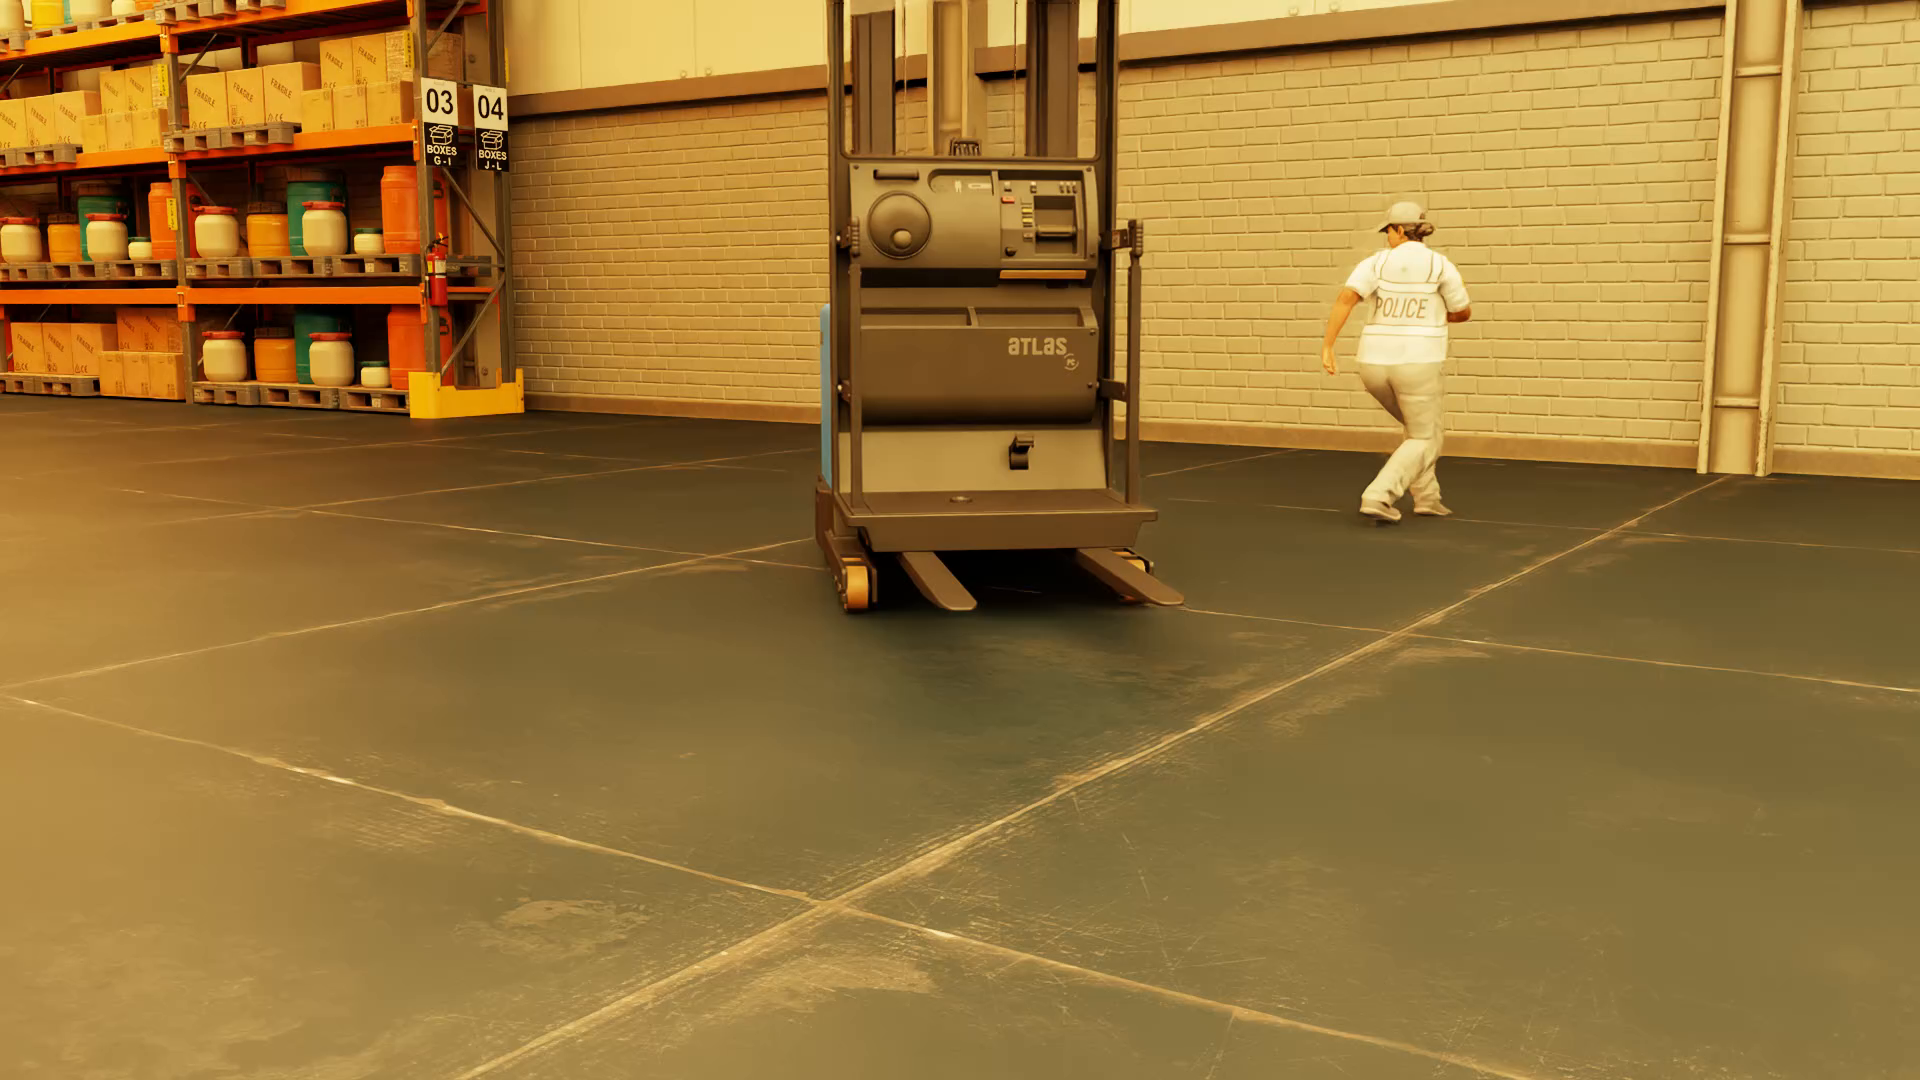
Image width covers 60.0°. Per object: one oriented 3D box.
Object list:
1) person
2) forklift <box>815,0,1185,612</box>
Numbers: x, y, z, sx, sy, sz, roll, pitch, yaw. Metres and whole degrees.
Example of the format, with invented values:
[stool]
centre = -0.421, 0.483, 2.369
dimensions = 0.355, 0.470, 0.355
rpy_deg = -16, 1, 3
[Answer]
[person]
centre = 2.216, -0.864, 8.229
dimensions = 0.888, 1.603, 0.504
rpy_deg = -8, 11, -43
[forklift]
centre = 0.087, -1.253, 6.007
dimensions = 1.130, 2.935, 3.031
rpy_deg = -1, 8, -8
